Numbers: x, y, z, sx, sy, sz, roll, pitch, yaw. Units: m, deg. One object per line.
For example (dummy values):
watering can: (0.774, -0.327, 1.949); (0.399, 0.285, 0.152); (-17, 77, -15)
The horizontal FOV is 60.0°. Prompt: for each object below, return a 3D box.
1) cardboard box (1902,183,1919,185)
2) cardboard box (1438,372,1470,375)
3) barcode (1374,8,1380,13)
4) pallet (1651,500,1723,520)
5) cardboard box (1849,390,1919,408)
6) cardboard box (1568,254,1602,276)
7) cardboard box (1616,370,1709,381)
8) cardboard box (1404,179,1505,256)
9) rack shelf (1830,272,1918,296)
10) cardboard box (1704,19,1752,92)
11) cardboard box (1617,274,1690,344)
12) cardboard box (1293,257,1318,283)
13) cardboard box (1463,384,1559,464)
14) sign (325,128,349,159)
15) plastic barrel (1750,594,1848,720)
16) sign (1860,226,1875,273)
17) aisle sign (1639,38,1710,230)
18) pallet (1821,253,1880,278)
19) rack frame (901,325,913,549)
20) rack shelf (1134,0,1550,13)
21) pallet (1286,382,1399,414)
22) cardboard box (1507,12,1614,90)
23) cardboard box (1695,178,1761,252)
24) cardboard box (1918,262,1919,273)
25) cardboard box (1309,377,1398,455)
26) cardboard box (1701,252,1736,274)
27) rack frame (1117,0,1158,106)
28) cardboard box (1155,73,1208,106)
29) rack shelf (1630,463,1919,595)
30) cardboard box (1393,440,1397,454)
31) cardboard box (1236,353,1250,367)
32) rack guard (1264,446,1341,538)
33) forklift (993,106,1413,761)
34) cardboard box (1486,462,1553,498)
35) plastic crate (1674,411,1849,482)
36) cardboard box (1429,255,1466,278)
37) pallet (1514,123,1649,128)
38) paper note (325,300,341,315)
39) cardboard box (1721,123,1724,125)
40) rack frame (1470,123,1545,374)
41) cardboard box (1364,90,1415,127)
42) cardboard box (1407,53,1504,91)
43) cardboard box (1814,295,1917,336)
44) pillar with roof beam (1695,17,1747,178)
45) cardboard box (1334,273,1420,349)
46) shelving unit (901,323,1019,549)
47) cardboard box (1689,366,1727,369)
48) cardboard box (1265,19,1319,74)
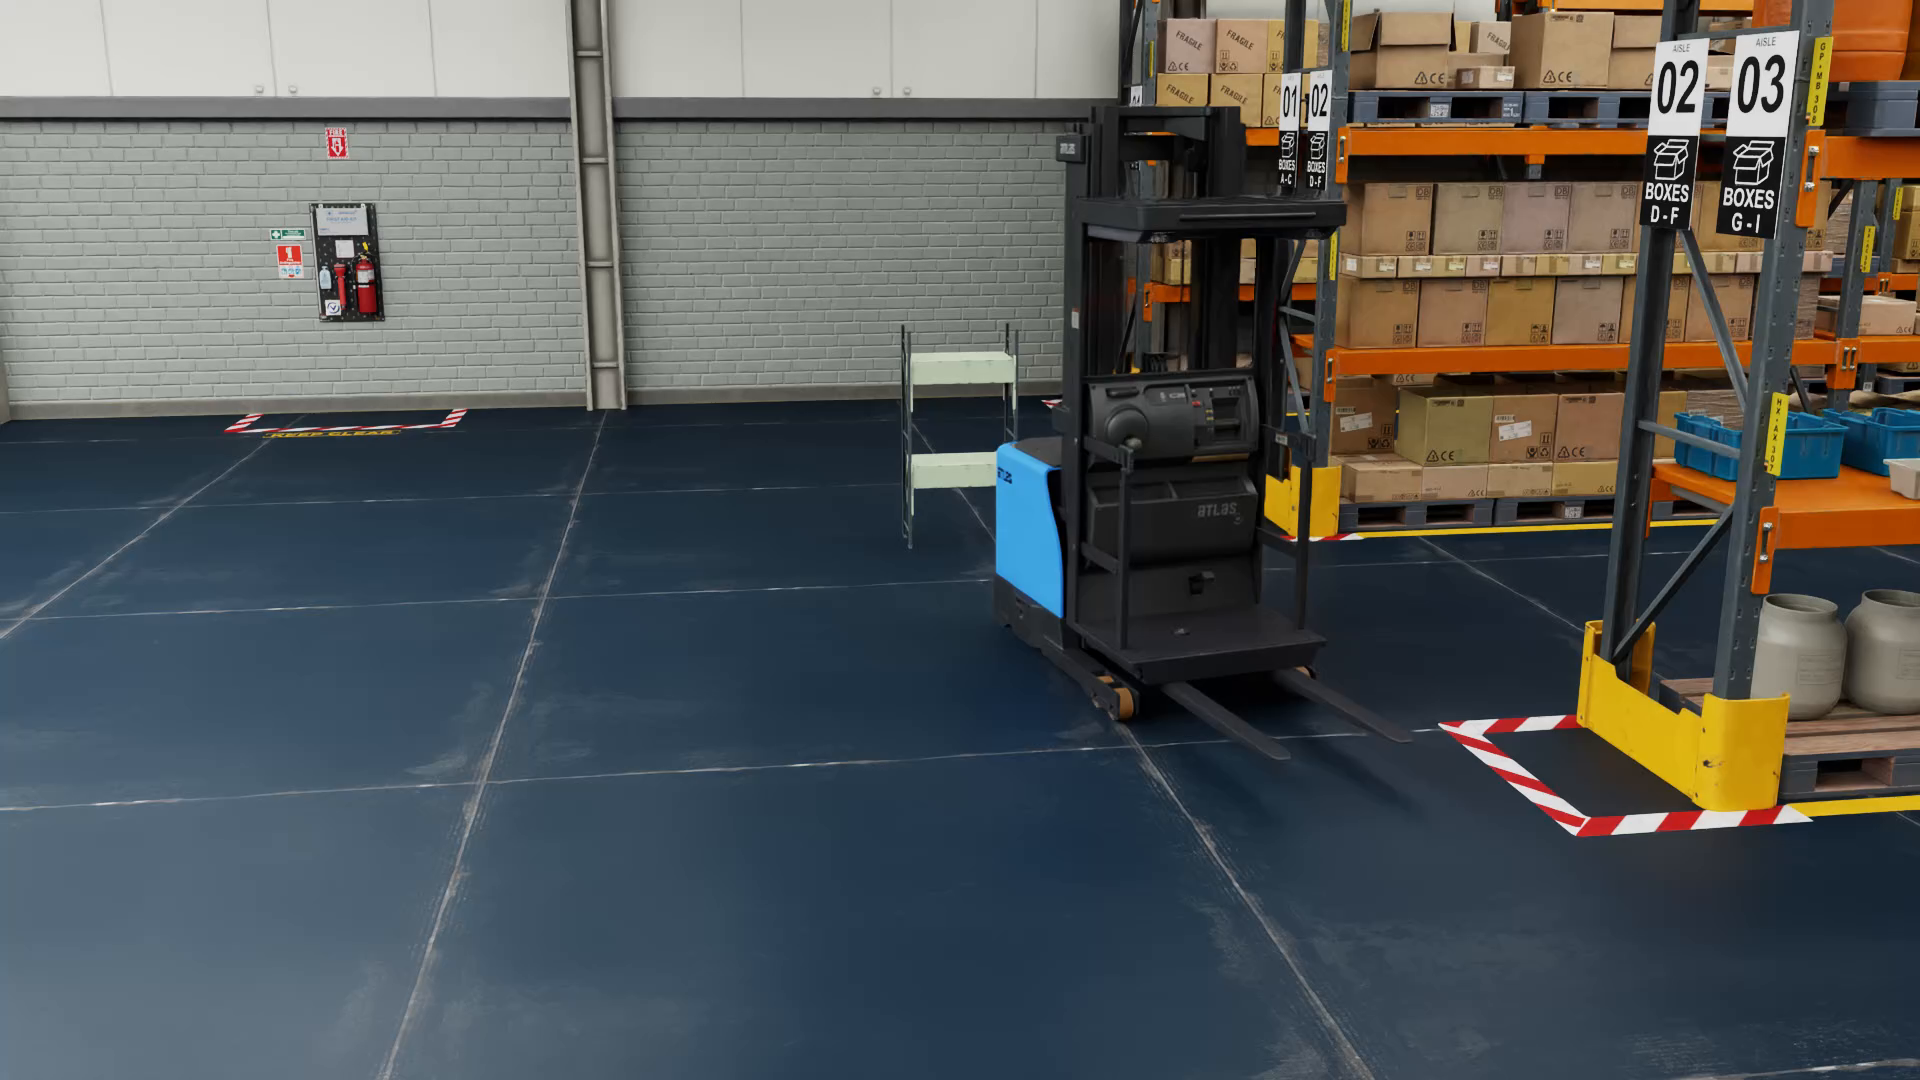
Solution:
cardboard box: (10.563, -3.761, 18.152); (0.500, 0.250, 0.500); (-3, 14, -10)
cardboard box: (5.161, -1.765, 17.515); (0.250, 0.166, 0.380); (-4, 15, -16)
barcode: (4.247, -5.382, 16.946); (0.075, 0.075, 0.001); (-2, 14, -8)
pallet: (5.635, -0.390, 12.844); (1.213, 0.211, 1.003); (-2, 14, -8)
cardboard box: (7.298, -1.008, 13.209); (0.500, 0.311, 0.500); (-2, 14, -7)
cardboard box: (4.412, -1.998, 11.982); (0.250, 0.149, 0.380); (-2, 14, -8)
cardboard box: (5.429, -1.034, 12.925); (0.500, 0.500, 0.500); (-2, 14, -8)
cardboard box: (3.507, -2.330, 11.976); (0.500, 0.500, 0.700); (-2, 14, -10)
rack shelf: (11.619, -2.821, 18.285); (4.000, 0.370, 1.077); (-2, 14, -8)
cardboard box: (5.890, -3.582, 12.314); (0.500, 0.500, 0.500); (-1, 14, -4)
cardboard box: (4.972, -1.755, 12.346); (0.500, 0.500, 0.700); (-2, 14, -7)
cardboard box: (3.276, -2.726, 16.691); (0.500, 0.250, 0.500); (-2, 14, -9)
cardboard box: (4.022, -0.856, 12.216); (0.500, 0.500, 0.500); (-2, 14, -8)
sign: (-6.112, -3.892, 16.308); (0.199, 0.298, 0.001); (-2, 14, -8)
plastic barrel: (3.845, 0.536, 7.670); (0.421, 0.512, 0.421); (0, 14, 0)
sign: (6.511, -2.086, 11.932); (0.005, 0.325, 0.100); (-2, 14, -8)
aisle sign: (3.091, -1.755, 7.208); (0.004, 0.787, 0.394); (-2, 14, -8)
pallet: (8.952, -2.953, 17.726); (1.003, 0.211, 1.213); (-2, 14, -8)
rack frame: (-0.369, -0.714, 11.486); (0.023, 1.500, 0.400); (-2, 14, -8)
rack shelf: (3.708, -5.440, 16.399); (4.000, 0.370, 1.077); (-2, 14, -8)
pallet: (3.818, -1.523, 17.359); (1.213, 0.211, 1.003); (-2, 14, -8)
cardboard box: (4.155, -3.386, 11.534); (0.500, 0.500, 0.500); (-2, 14, -8)
cardboard box: (5.490, -2.403, 12.265); (0.500, 0.500, 0.700); (-2, 14, -8)
cardboard box: (10.251, -2.949, 17.790); (0.250, 0.149, 0.380); (-2, 14, -8)
cardboard box: (2.958, -0.941, 12.557); (0.500, 0.500, 0.500); (-2, 14, -8)
cardboard box: (5.427, -2.035, 12.131); (0.250, 0.149, 0.380); (-2, 14, -8)
rack frame: (1.730, -5.718, 16.022); (0.127, 3.000, 1.000); (-2, 14, -8)
cardboard box: (2.098, -4.273, 16.181); (0.500, 0.500, 0.500); (-2, 14, -7)
rack shelf: (5.184, -0.149, 7.626); (4.000, 0.370, 1.077); (-2, 14, -8)
cardboard box: (3.451, -0.598, 12.729); (0.500, 0.250, 0.500); (-2, 14, -8)
cardboard box: (2.991, -1.741, 17.122); (0.500, 0.311, 0.500); (-1, 14, -4)
rack guard: (2.448, -0.403, 12.302); (0.348, 0.500, 1.175); (-2, 14, -8)
forklift: (1.165, -0.643, 8.261); (1.130, 2.935, 3.031); (-5, 15, -19)
cardboard box: (4.024, -0.490, 12.297); (0.500, 0.250, 0.500); (-2, 14, -8)
plastic crate: (3.656, -0.443, 7.627); (0.616, 0.251, 0.499); (-2, 14, -8)
cardboard box: (3.399, -1.961, 11.836); (0.250, 0.149, 0.380); (-2, 14, -8)
pallet: (6.312, -4.314, 16.975); (1.003, 0.211, 1.213); (-2, 14, -8)
paper note: (-6.274, -2.327, 16.643); (0.142, 0.148, 0.016); (-2, 14, -8)
cardboard box: (8.345, -4.588, 17.430); (0.637, 0.503, 0.797); (0, 14, 0)
rack frame: (5.686, -2.953, 17.330); (0.127, 3.000, 1.000); (-2, 14, -8)
cardboard box: (4.179, -4.344, 16.463); (0.500, 0.500, 0.500); (-3, 14, -11)
cardboard box: (3.571, -3.376, 12.006); (0.500, 0.250, 0.500); (-2, 14, -8)
cardboard box: (6.908, -1.717, 12.711); (0.500, 0.250, 0.500); (-1, 14, -5)
pillar with roof beam: (8.868, -5.133, 13.691); (0.400, 9.000, 9.100); (-2, 14, -8)
cardboard box: (2.935, -1.679, 12.044); (0.500, 0.500, 0.700); (-2, 14, -8)
shelving unit: (-0.007, -0.727, 11.538); (0.755, 1.500, 0.431); (-2, 14, -8)
cardboard box: (7.923, -2.045, 17.943); (0.500, 0.500, 0.700); (-2, 14, -9)
cardboard box: (3.156, -4.789, 16.183); (0.500, 0.500, 0.500); (-2, 14, -7)
